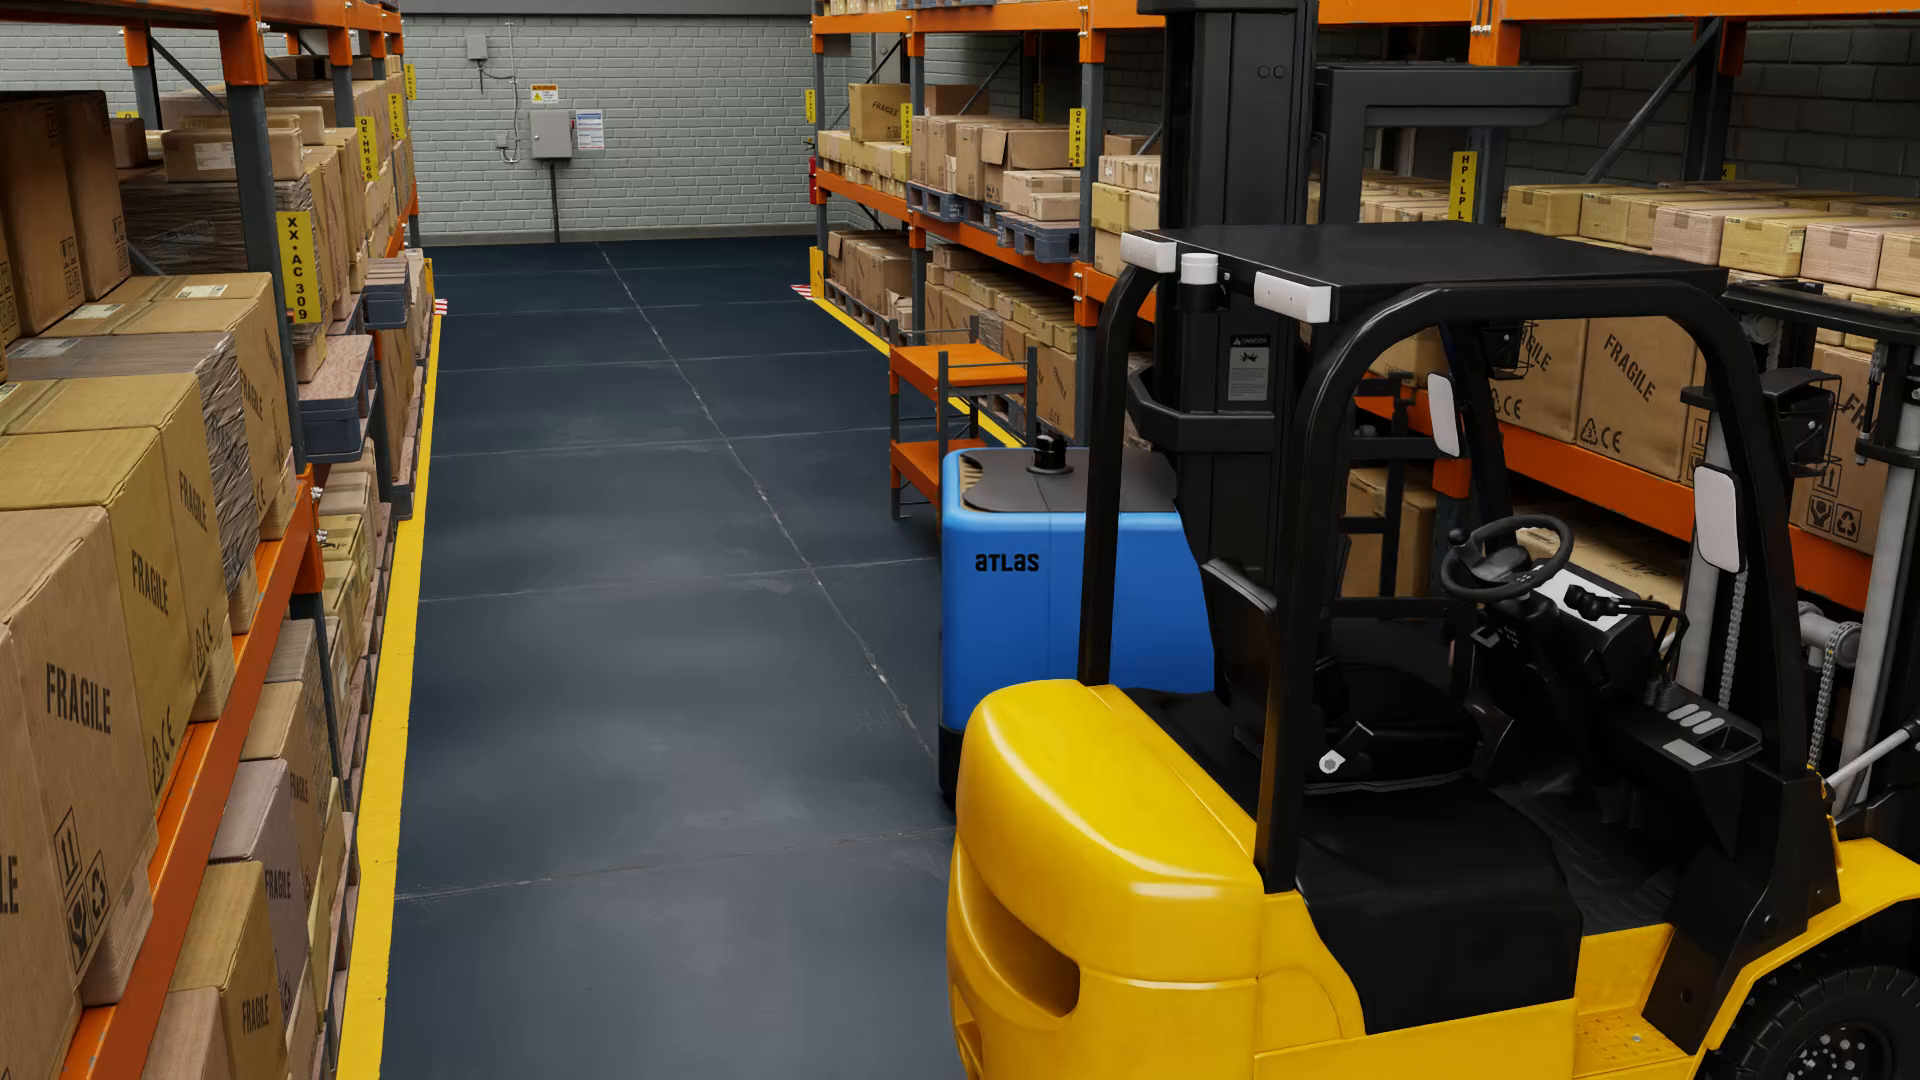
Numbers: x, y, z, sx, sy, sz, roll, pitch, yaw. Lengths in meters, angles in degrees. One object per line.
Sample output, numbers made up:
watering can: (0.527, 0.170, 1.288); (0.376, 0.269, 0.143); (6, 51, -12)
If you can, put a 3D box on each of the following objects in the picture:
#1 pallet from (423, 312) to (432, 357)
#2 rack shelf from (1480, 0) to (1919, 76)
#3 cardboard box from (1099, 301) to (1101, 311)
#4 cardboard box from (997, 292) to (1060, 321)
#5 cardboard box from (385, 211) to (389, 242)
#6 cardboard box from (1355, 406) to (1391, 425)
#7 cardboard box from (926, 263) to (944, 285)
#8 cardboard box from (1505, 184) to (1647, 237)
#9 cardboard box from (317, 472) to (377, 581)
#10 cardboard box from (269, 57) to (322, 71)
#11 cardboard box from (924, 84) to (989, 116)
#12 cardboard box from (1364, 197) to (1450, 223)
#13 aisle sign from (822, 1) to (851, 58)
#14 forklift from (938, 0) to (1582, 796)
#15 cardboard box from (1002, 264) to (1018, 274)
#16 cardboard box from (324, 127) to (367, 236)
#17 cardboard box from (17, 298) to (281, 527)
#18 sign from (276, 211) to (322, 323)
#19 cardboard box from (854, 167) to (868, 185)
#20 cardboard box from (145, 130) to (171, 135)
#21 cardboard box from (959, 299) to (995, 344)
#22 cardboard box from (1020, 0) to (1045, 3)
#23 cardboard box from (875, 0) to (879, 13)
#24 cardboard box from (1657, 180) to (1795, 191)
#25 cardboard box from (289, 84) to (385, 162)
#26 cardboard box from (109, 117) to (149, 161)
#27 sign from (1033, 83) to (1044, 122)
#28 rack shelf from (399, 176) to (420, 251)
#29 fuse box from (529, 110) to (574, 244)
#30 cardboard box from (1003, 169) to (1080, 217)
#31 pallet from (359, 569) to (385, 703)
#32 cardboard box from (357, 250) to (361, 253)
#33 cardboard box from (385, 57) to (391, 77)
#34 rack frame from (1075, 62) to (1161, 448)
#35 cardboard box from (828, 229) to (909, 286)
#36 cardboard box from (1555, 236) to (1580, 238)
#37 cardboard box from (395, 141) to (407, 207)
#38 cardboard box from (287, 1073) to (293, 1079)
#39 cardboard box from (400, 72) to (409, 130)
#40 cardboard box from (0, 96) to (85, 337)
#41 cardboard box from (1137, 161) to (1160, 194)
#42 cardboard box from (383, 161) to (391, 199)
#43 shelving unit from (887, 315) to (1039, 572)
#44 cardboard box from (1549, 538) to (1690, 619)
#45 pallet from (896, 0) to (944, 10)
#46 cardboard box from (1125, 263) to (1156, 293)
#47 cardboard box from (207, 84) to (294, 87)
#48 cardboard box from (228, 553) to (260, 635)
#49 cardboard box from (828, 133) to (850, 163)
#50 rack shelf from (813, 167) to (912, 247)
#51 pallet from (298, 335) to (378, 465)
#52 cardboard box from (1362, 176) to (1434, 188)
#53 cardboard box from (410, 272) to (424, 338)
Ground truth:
pallet: (-5.146, -1.776, 14.496); (1.003, 0.211, 1.213); (-5, 17, -15)
rack shelf: (2.847, -1.276, 4.022); (1.077, 0.370, 4.000); (-5, 17, -15)
cardboard box: (1.058, -1.616, 11.606); (0.380, 0.149, 0.250); (-5, 17, -16)
cardboard box: (0.481, -1.644, 11.698); (0.380, 0.149, 0.250); (-6, 18, -18)
cardboard box: (-4.048, -2.098, 10.985); (0.500, 0.250, 0.500); (-5, 17, -17)
cardboard box: (1.728, -0.367, 8.359); (0.875, 0.625, 0.625); (-5, 18, -18)
cardboard box: (-0.059, -2.144, 13.364); (0.380, 0.149, 0.250); (-4, 17, -13)
cardboard box: (2.099, -1.126, 5.670); (0.380, 0.149, 0.250); (-4, 17, -14)
cardboard box: (-3.218, -0.032, 7.683); (0.950, 0.372, 0.625); (-5, 17, -16)
cardboard box: (-5.178, -3.674, 12.929); (0.380, 0.149, 0.250); (-5, 17, -16)
cardboard box: (-0.055, -3.813, 14.871); (0.500, 0.500, 0.500); (-5, 17, -17)
cardboard box: (1.885, -1.314, 6.812); (0.380, 0.149, 0.250); (-5, 17, -15)
aisle sign: (-1.302, -5.297, 16.854); (0.394, 0.787, 0.004); (-5, 17, -15)
forklift: (1.437, -0.599, 5.852); (3.031, 2.935, 1.130); (0, 17, -1)
cardboard box: (0.554, -2.113, 13.261); (0.380, 0.149, 0.250); (-5, 17, -15)
cardboard box: (-3.181, -1.738, 8.102); (0.500, 0.500, 0.500); (-5, 17, -17)
cardboard box: (-1.965, -0.289, 4.009); (0.500, 0.500, 0.500); (-4, 17, -13)
sign: (-1.955, -0.803, 4.907); (0.100, 0.325, 0.005); (-5, 17, -15)
cardboard box: (-0.776, -3.392, 15.467); (0.380, 0.149, 0.250); (-4, 17, -14)
cardboard box: (-3.673, -1.699, 7.973); (0.500, 0.500, 0.500); (-5, 17, -17)
cardboard box: (0.304, -1.517, 12.405); (0.500, 0.500, 0.500); (-5, 17, -17)
cardboard box: (0.684, -3.470, 10.337); (0.500, 0.250, 0.500); (-5, 17, -15)
cardboard box: (-0.522, -4.630, 14.374); (0.380, 0.149, 0.250); (-4, 17, -13)
cardboard box: (2.675, -1.174, 5.827); (0.380, 0.149, 0.250); (-5, 17, -15)
cardboard box: (-4.039, -2.695, 10.799); (0.500, 0.500, 0.500); (-4, 17, -14)
cardboard box: (-3.118, -1.419, 5.914); (0.380, 0.149, 0.250); (-5, 18, -18)
sign: (0.631, -3.549, 13.542); (0.100, 0.325, 0.005); (-5, 17, -15)
rack shelf: (-5.223, -2.765, 14.194); (1.077, 0.370, 4.000); (-5, 17, -15)
fuse box: (-5.284, -4.729, 21.722); (0.539, 1.711, 0.414); (-5, 17, -15)
cardboard box: (0.597, -2.239, 10.723); (0.500, 0.250, 0.500); (-6, 18, -18)
pallet: (-3.029, 0.439, 7.125); (1.003, 0.211, 1.213); (-5, 17, -15)
cardboard box: (-2.940, -1.254, 7.619); (0.380, 0.149, 0.250); (-6, 18, -18)
cardboard box: (-4.761, -3.788, 13.310); (0.380, 0.149, 0.250); (-5, 17, -17)
rack frame: (1.198, -1.844, 9.875); (1.000, 3.000, 0.127); (-5, 17, -15)
cardboard box: (-0.924, -2.885, 16.953); (0.797, 0.503, 0.637); (-5, 18, -17)
cardboard box: (2.132, -0.987, 5.721); (0.380, 0.149, 0.250); (-5, 17, -16)
cardboard box: (-4.685, -2.894, 13.200); (0.500, 0.500, 0.500); (-5, 17, -15)
cardboard box: (-1.626, 1.342, 3.321); (0.500, 0.250, 0.500); (-4, 17, -12)
cardboard box: (-5.239, -3.933, 14.919); (0.500, 0.500, 0.500); (-5, 17, -15)
cardboard box: (-2.443, -0.731, 3.743); (0.700, 0.500, 0.500); (-5, 17, -15)
cardboard box: (1.172, -1.948, 8.921); (0.380, 0.149, 0.250); (-4, 17, -14)
cardboard box: (-4.025, -2.341, 10.923); (0.500, 0.250, 0.500); (-4, 17, -14)
shelving unit: (-0.002, -0.541, 8.796); (0.538, 1.125, 1.048); (-5, 17, -15)
cardboard box: (2.259, 0.201, 5.382); (0.500, 0.250, 0.500); (-5, 17, -15)
pallet: (0.210, -4.111, 12.535); (1.213, 0.211, 1.003); (-5, 17, -15)
cardboard box: (1.218, -1.490, 8.960); (0.500, 0.250, 0.500); (-5, 17, -16)
cardboard box: (-4.527, -2.661, 10.686); (0.500, 0.500, 0.500); (-5, 17, -17)
cardboard box: (-1.811, 0.122, 3.768); (0.380, 0.149, 0.250); (-5, 17, -16)
cardboard box: (-0.996, -3.841, 16.268); (0.500, 0.250, 0.500); (-5, 17, -15)
rack shelf: (-0.451, -3.159, 15.504); (1.077, 0.370, 4.000); (-5, 17, -15)
pallet: (-2.545, -0.475, 5.652); (1.003, 0.211, 1.213); (-5, 17, -15)
cardboard box: (2.033, -1.635, 7.881); (0.380, 0.149, 0.250); (-5, 17, -15)
cardboard box: (-4.989, -1.960, 13.988); (0.875, 0.438, 0.875); (-5, 17, -17)
